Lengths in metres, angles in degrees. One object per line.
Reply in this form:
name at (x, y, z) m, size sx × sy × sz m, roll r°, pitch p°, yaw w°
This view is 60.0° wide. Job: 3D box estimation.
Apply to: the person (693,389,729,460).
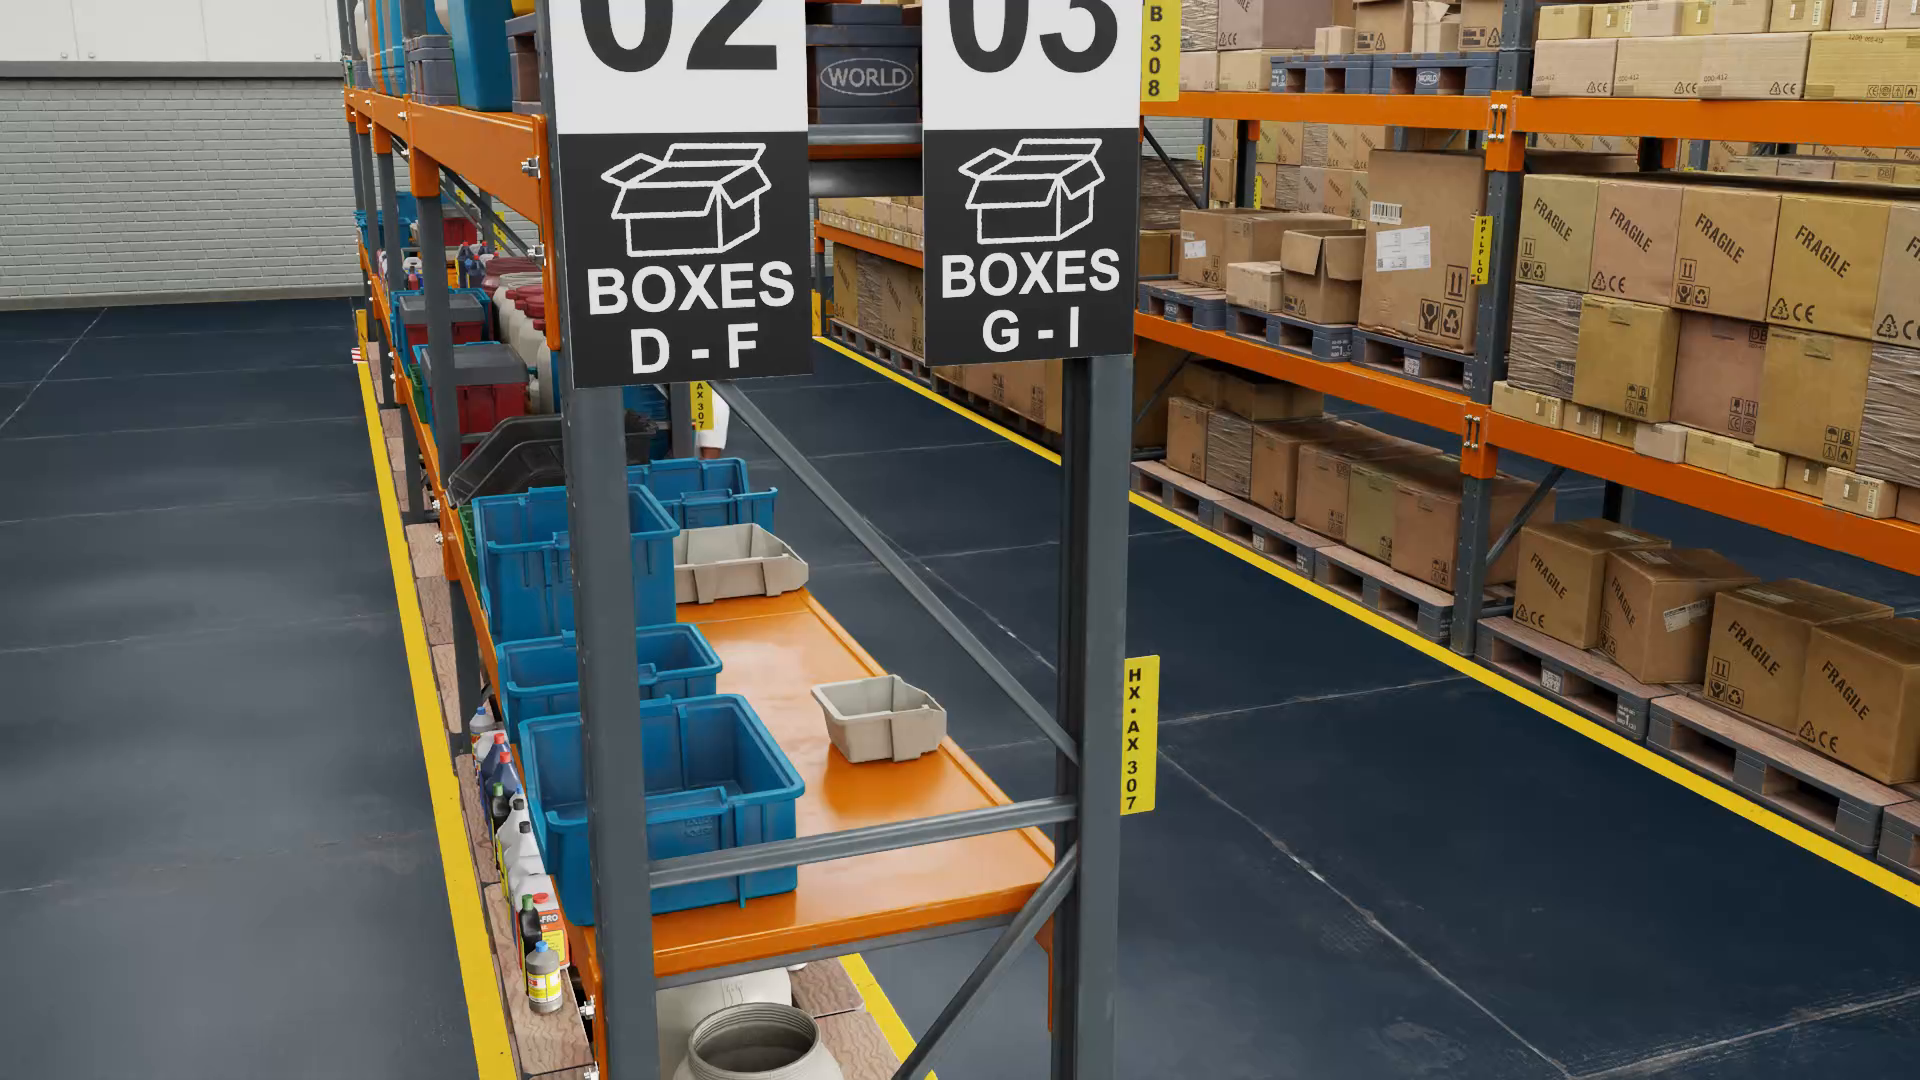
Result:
person at (-1.430, -0.145, 7.969) m, size 0.584 × 1.772 × 0.581 m, roll 5°, pitch 16°, yaw 19°
